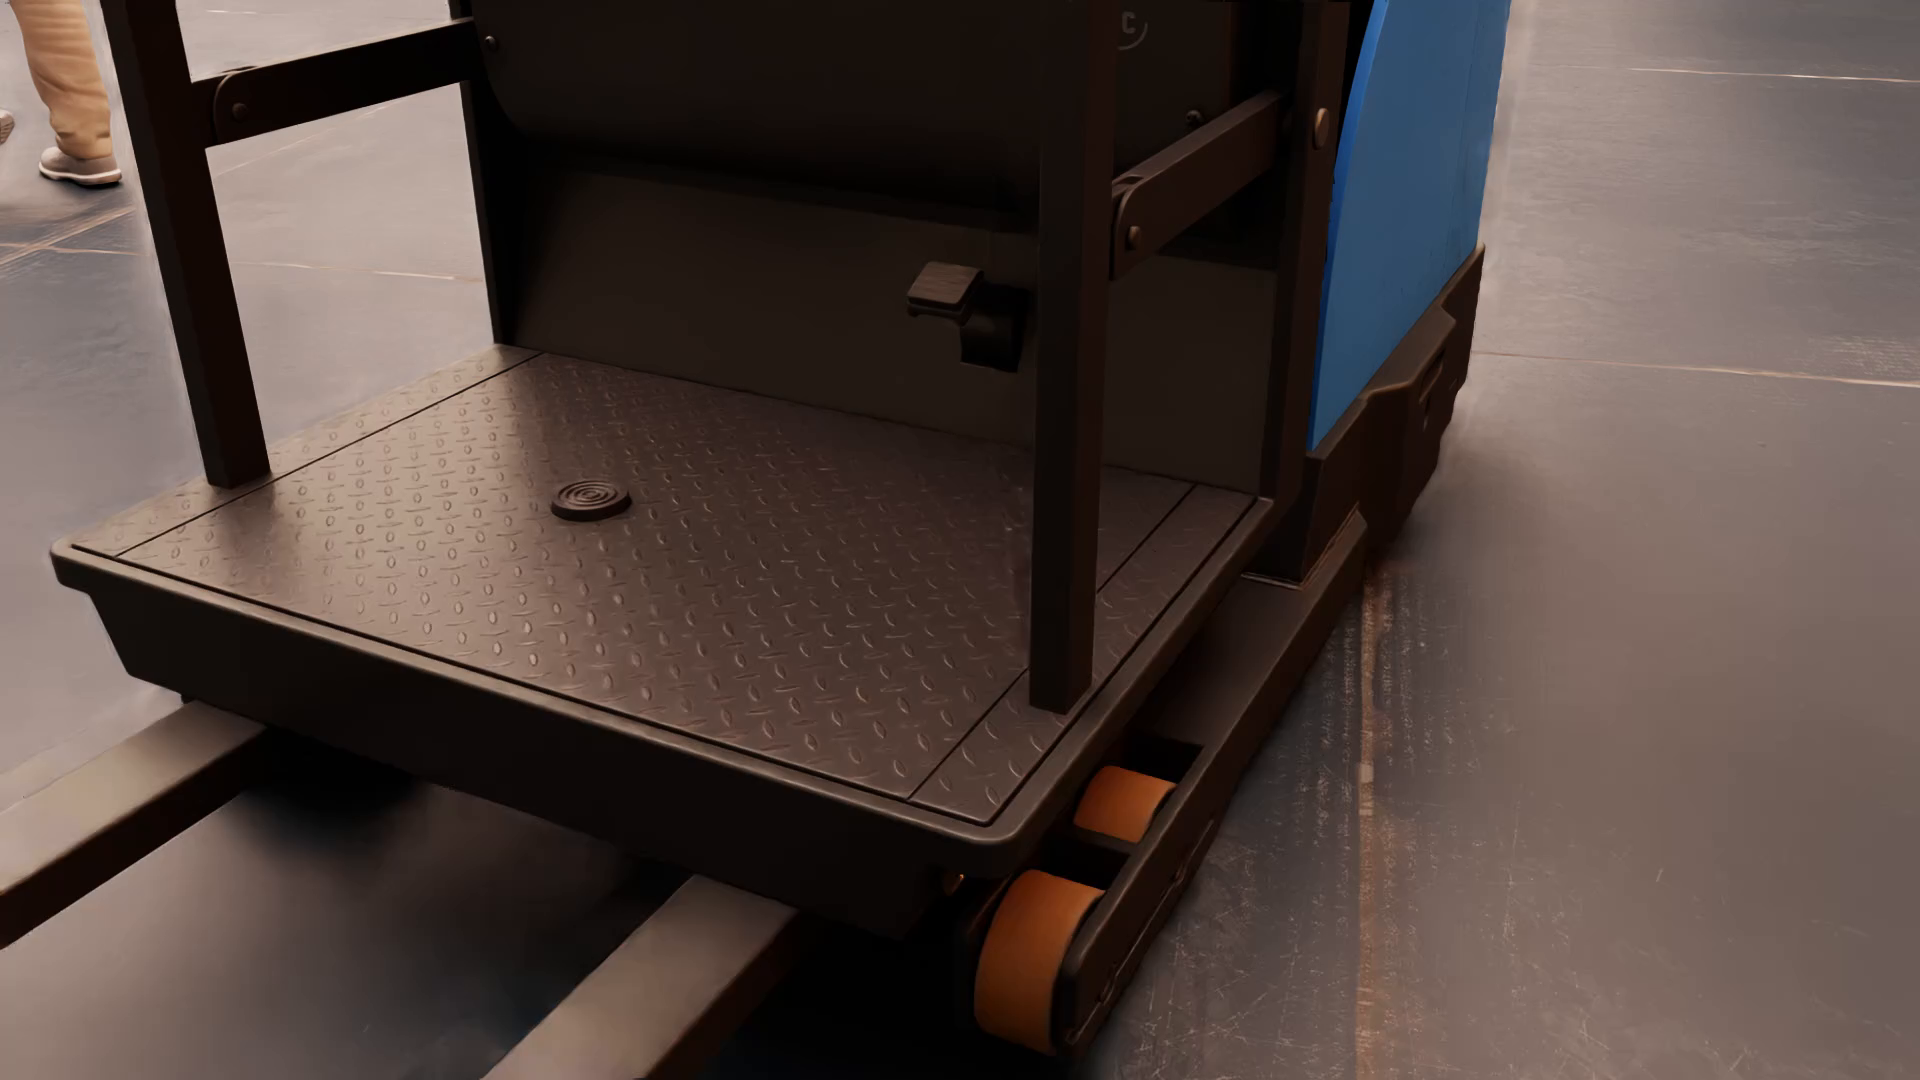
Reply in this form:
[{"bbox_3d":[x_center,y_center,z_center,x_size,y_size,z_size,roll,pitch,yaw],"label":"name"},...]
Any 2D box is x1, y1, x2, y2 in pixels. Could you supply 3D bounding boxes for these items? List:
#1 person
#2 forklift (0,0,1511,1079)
[{"bbox_3d":[-2.411,-1.699,3.975,0.465,1.709,0.682,21,33,35],"label":"person"},{"bbox_3d":[-0.235,-1.060,1.346,1.130,2.935,3.031,13,30,24],"label":"forklift"}]
